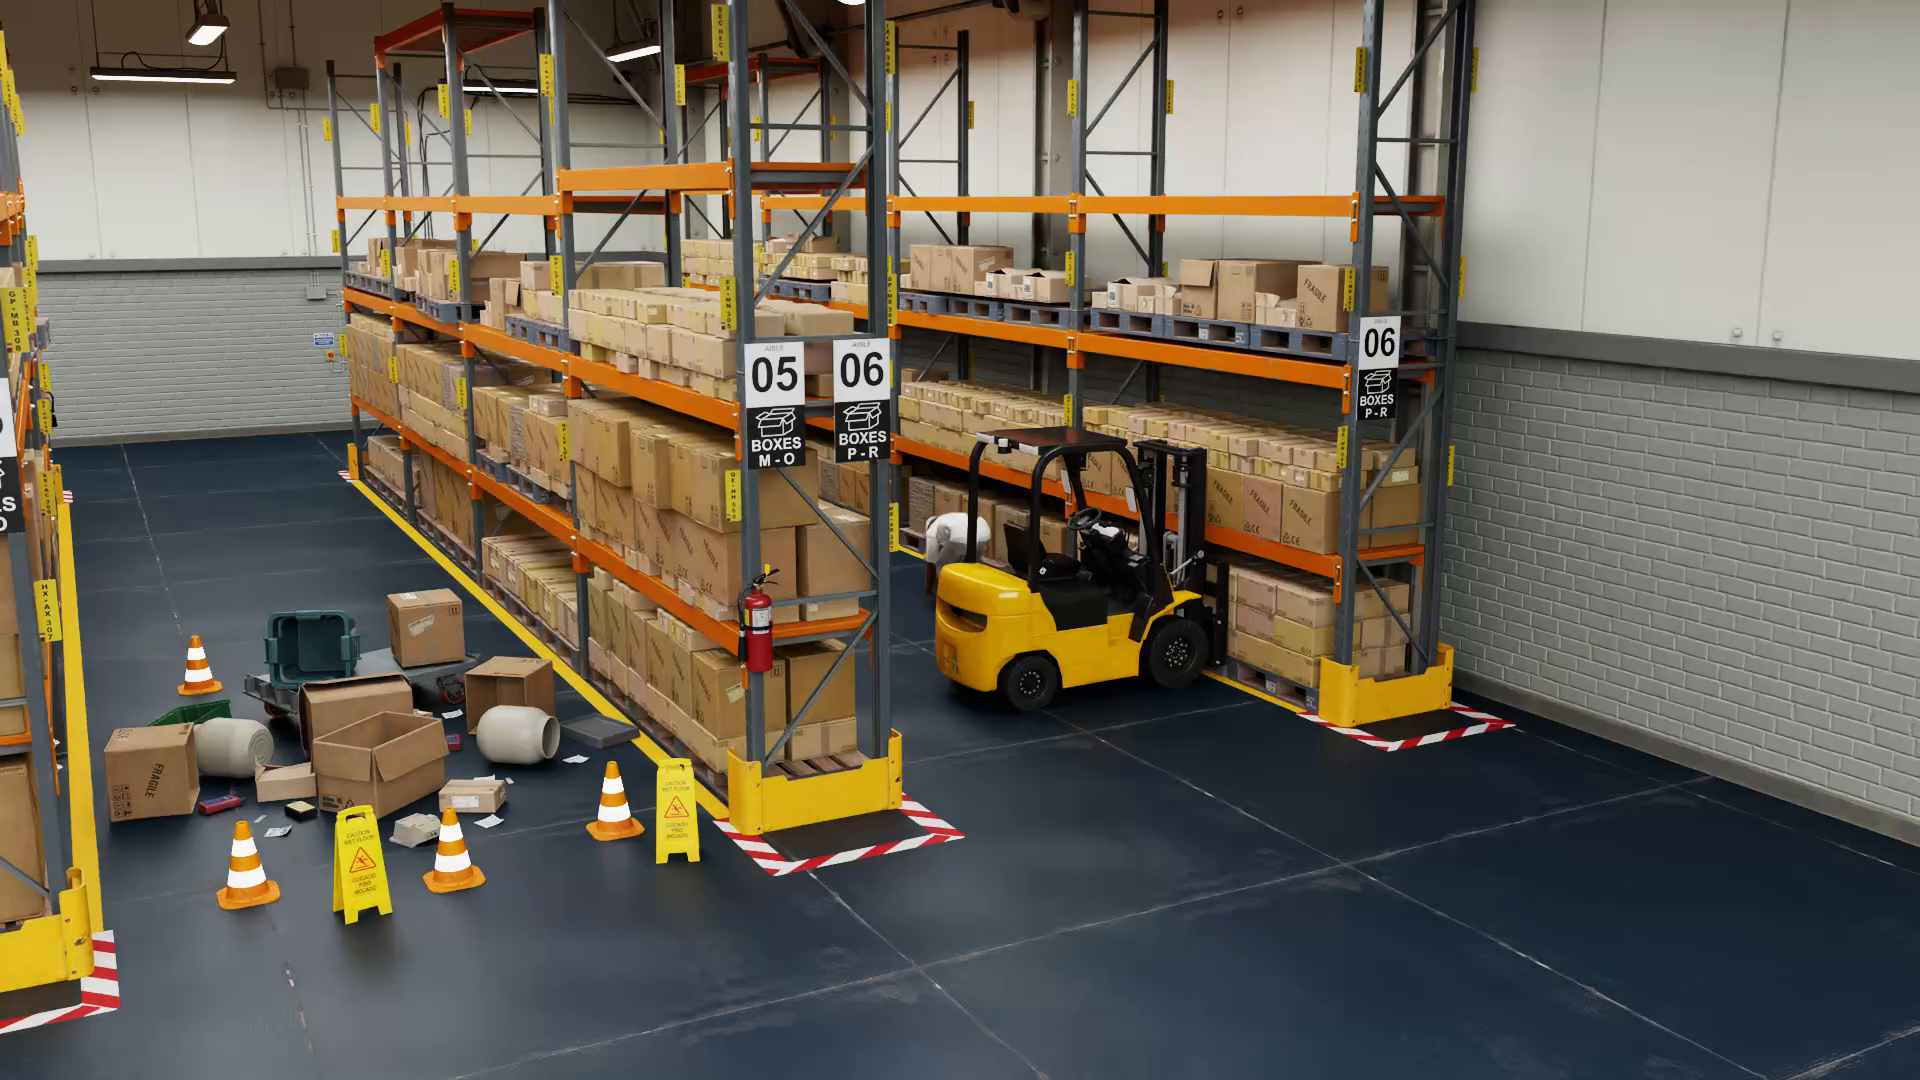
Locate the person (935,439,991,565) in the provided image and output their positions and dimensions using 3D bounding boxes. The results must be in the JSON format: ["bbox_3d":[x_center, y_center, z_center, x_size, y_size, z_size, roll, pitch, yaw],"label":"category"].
[{"bbox_3d":[0.001,-0.139,16.567,0.542,1.768,0.545,-6,13,-27],"label":"person"}]
